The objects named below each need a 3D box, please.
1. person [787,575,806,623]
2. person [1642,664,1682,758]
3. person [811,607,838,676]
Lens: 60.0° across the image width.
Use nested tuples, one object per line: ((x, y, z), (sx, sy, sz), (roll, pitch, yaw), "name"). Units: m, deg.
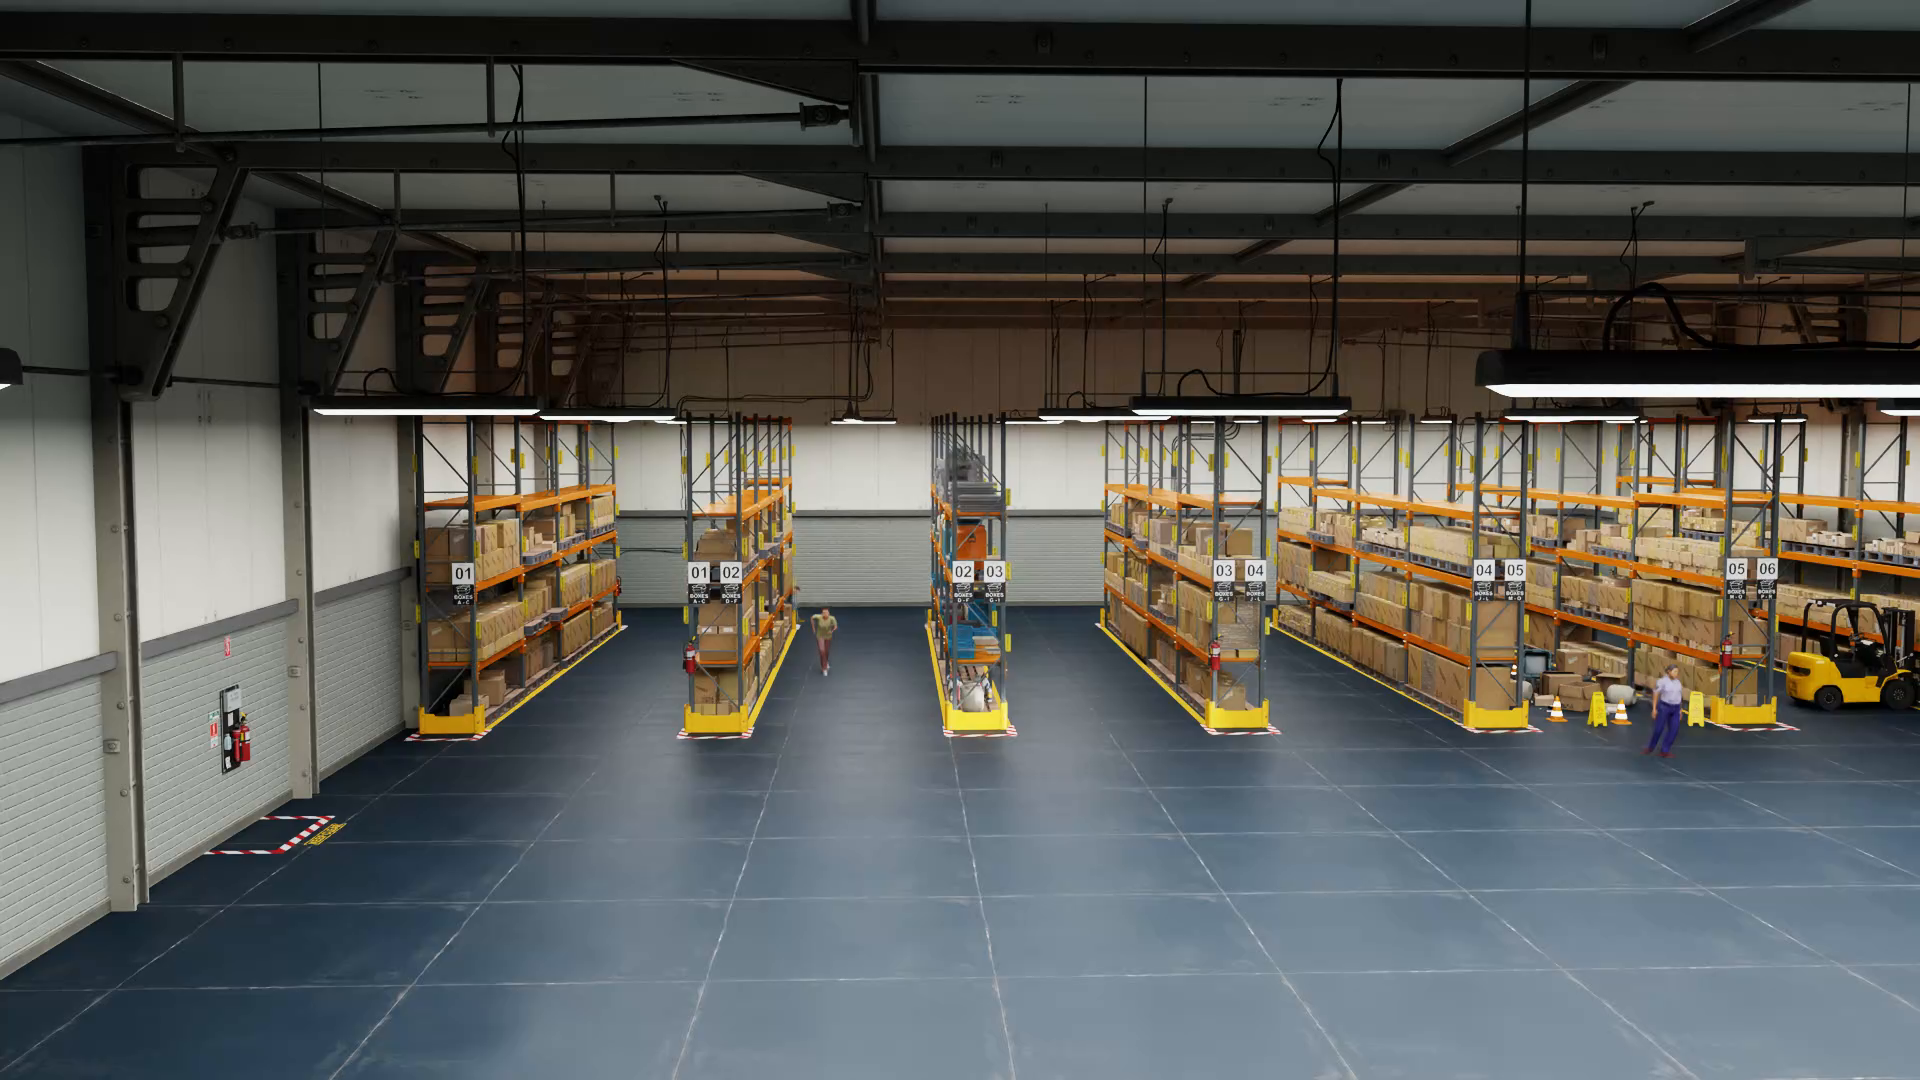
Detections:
((-4.938, 1.539, 48.239), (0.914, 1.748, 0.721), (1, 4, 11), "person")
((12.172, 2.951, 28.783), (0.628, 1.630, 0.478), (-1, 4, -16), "person")
((-3.150, 2.322, 38.653), (0.622, 1.629, 0.967), (0, 4, -4), "person")
